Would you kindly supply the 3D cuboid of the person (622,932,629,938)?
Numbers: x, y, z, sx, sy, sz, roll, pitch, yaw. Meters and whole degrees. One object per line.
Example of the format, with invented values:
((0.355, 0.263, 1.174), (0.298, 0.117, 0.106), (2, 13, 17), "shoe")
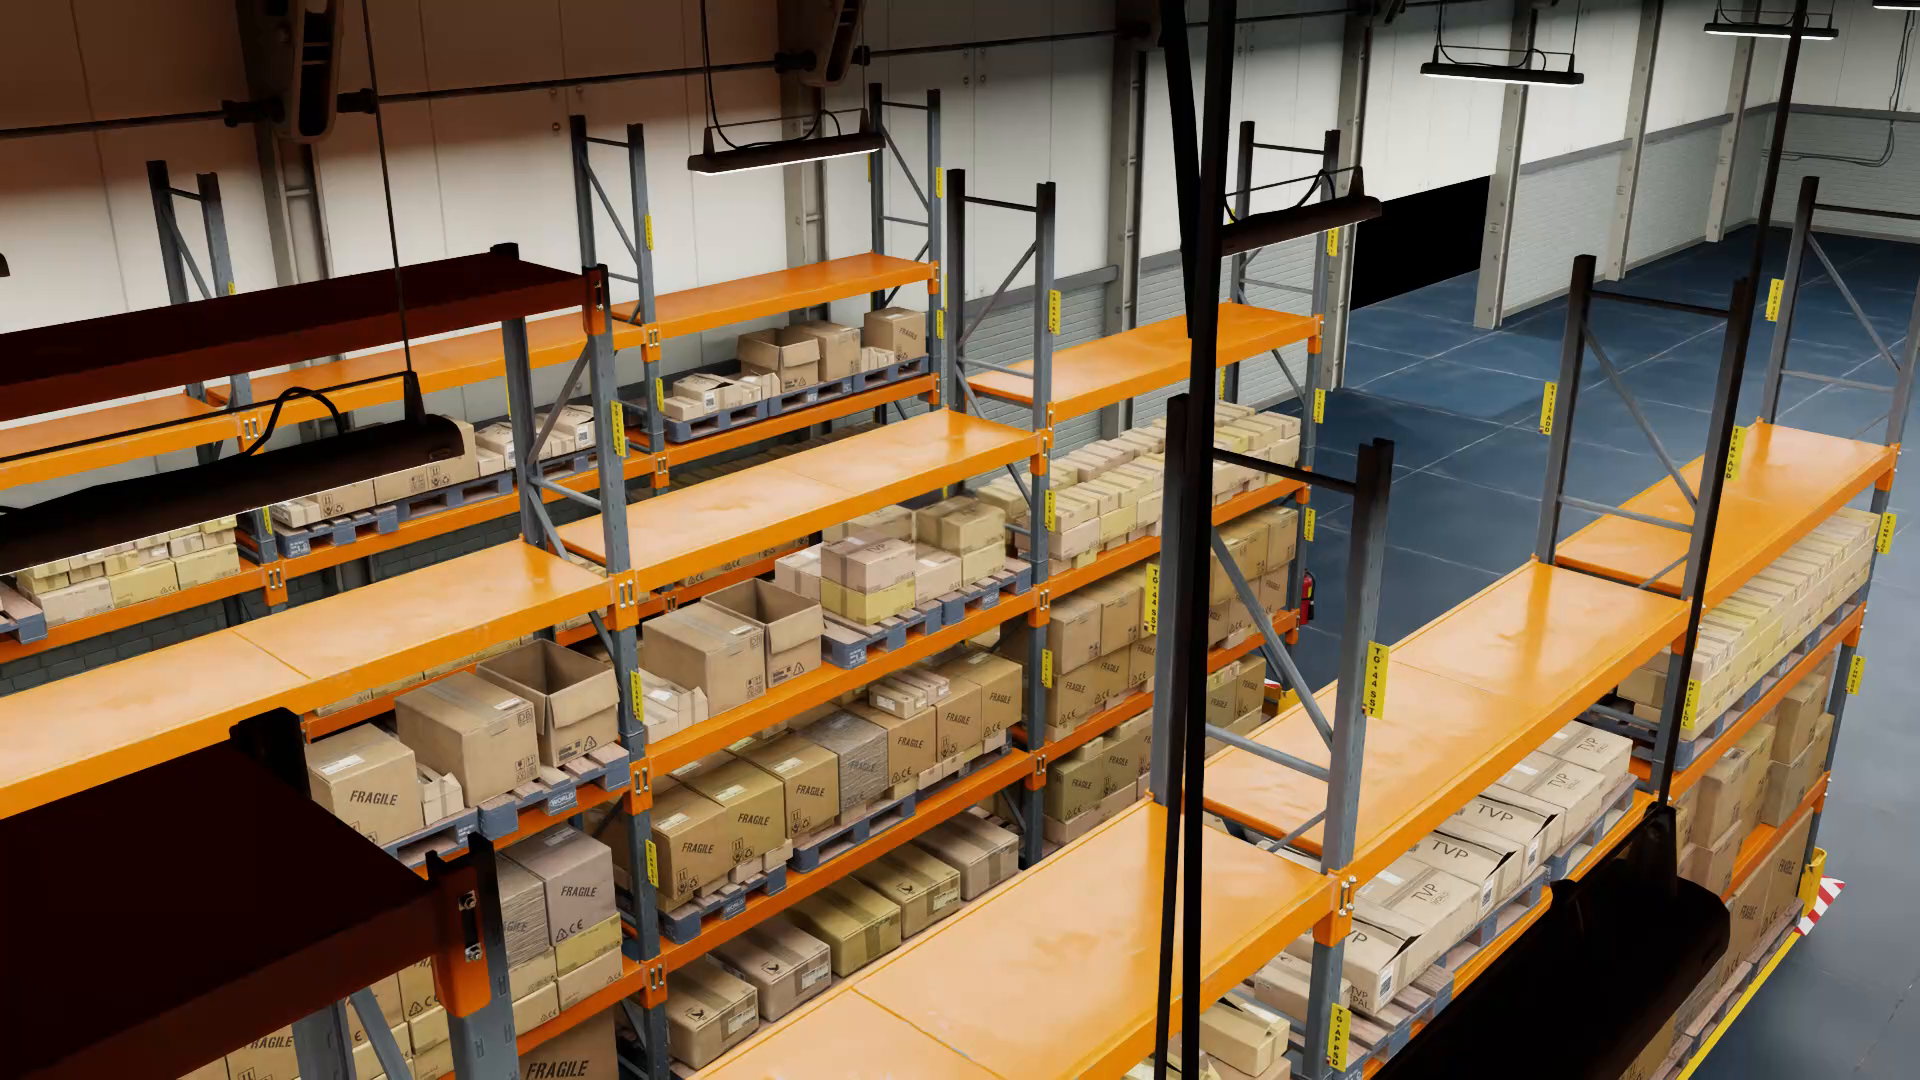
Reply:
((-2.674, 2.360, 13.493), (0.577, 1.786, 0.534), (16, 26, 36), "person")
